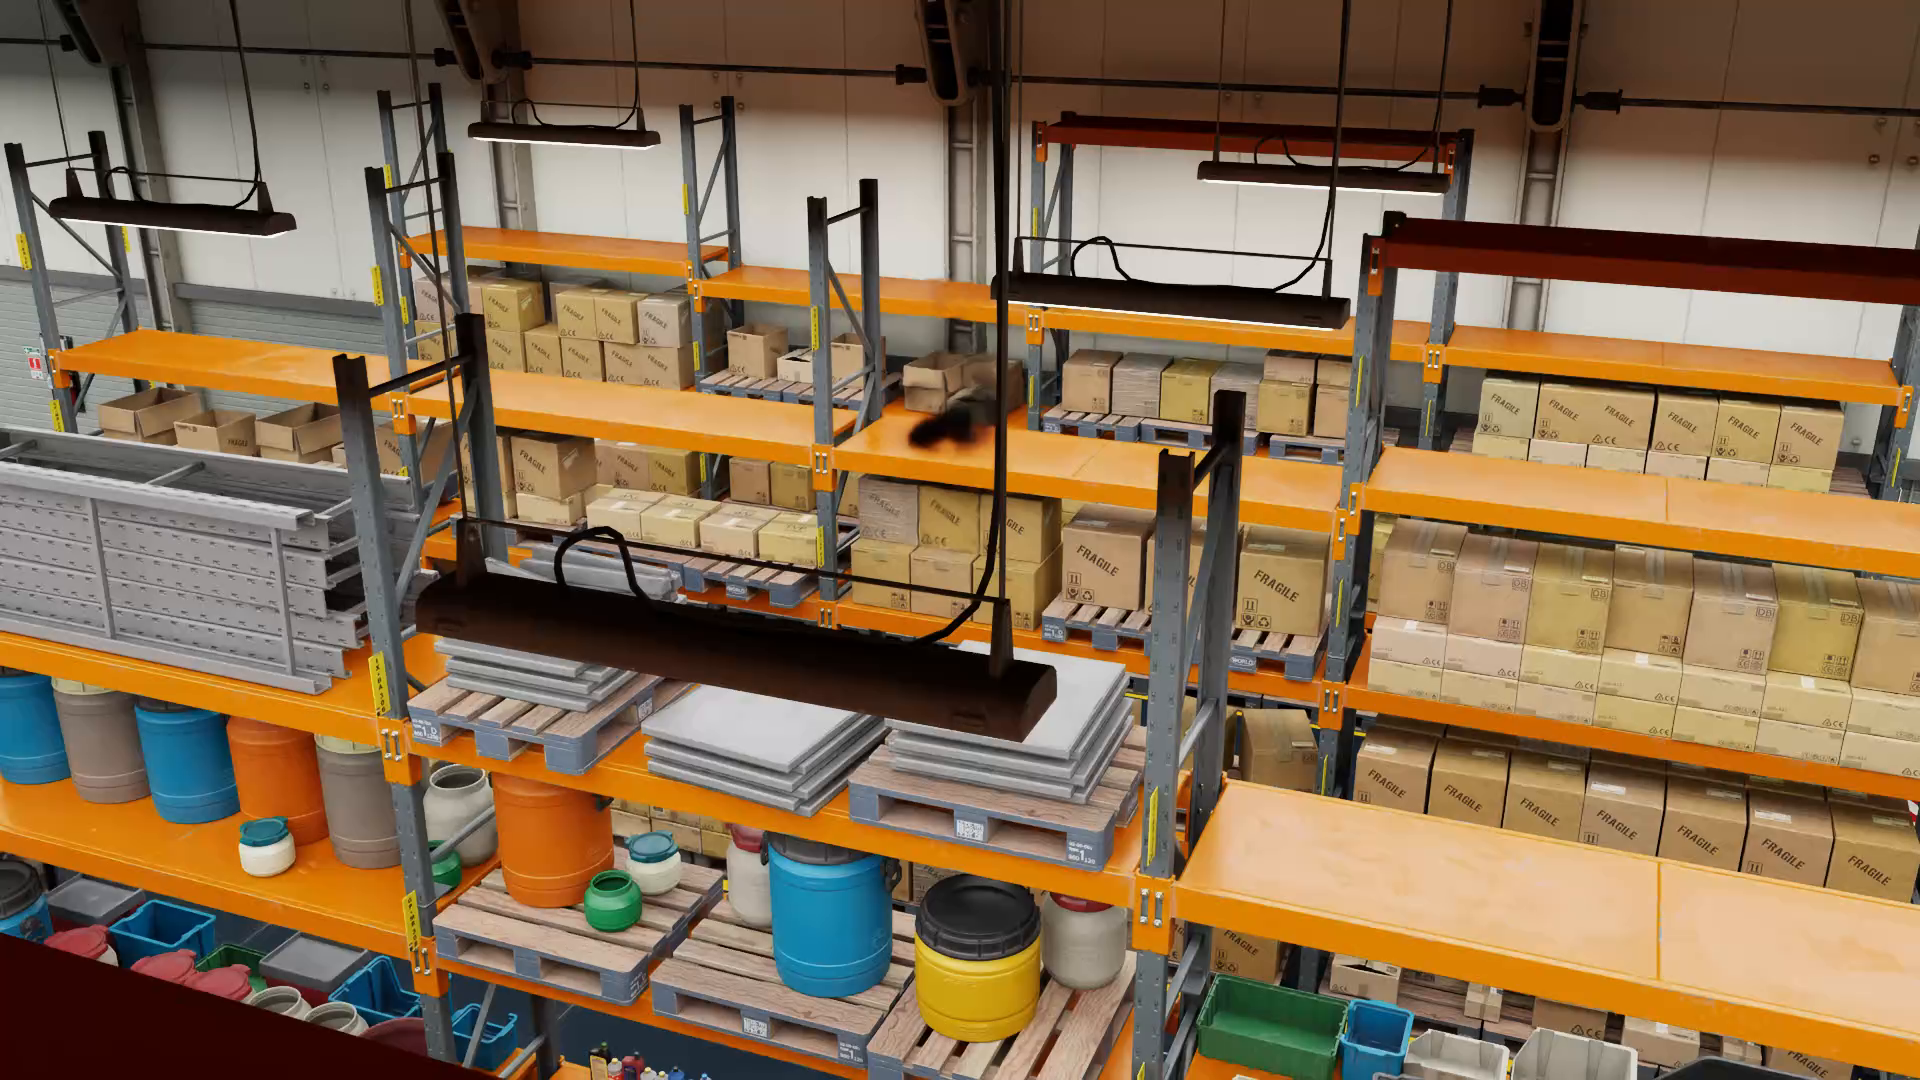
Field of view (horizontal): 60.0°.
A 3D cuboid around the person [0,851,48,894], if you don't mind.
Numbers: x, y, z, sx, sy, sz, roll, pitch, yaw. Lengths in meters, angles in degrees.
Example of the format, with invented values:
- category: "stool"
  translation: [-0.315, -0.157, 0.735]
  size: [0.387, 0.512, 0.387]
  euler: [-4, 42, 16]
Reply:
- category: "person"
  translation: [-7.414, 2.547, 13.360]
  size: [0.542, 1.697, 0.661]
  euler: [9, 23, 23]
